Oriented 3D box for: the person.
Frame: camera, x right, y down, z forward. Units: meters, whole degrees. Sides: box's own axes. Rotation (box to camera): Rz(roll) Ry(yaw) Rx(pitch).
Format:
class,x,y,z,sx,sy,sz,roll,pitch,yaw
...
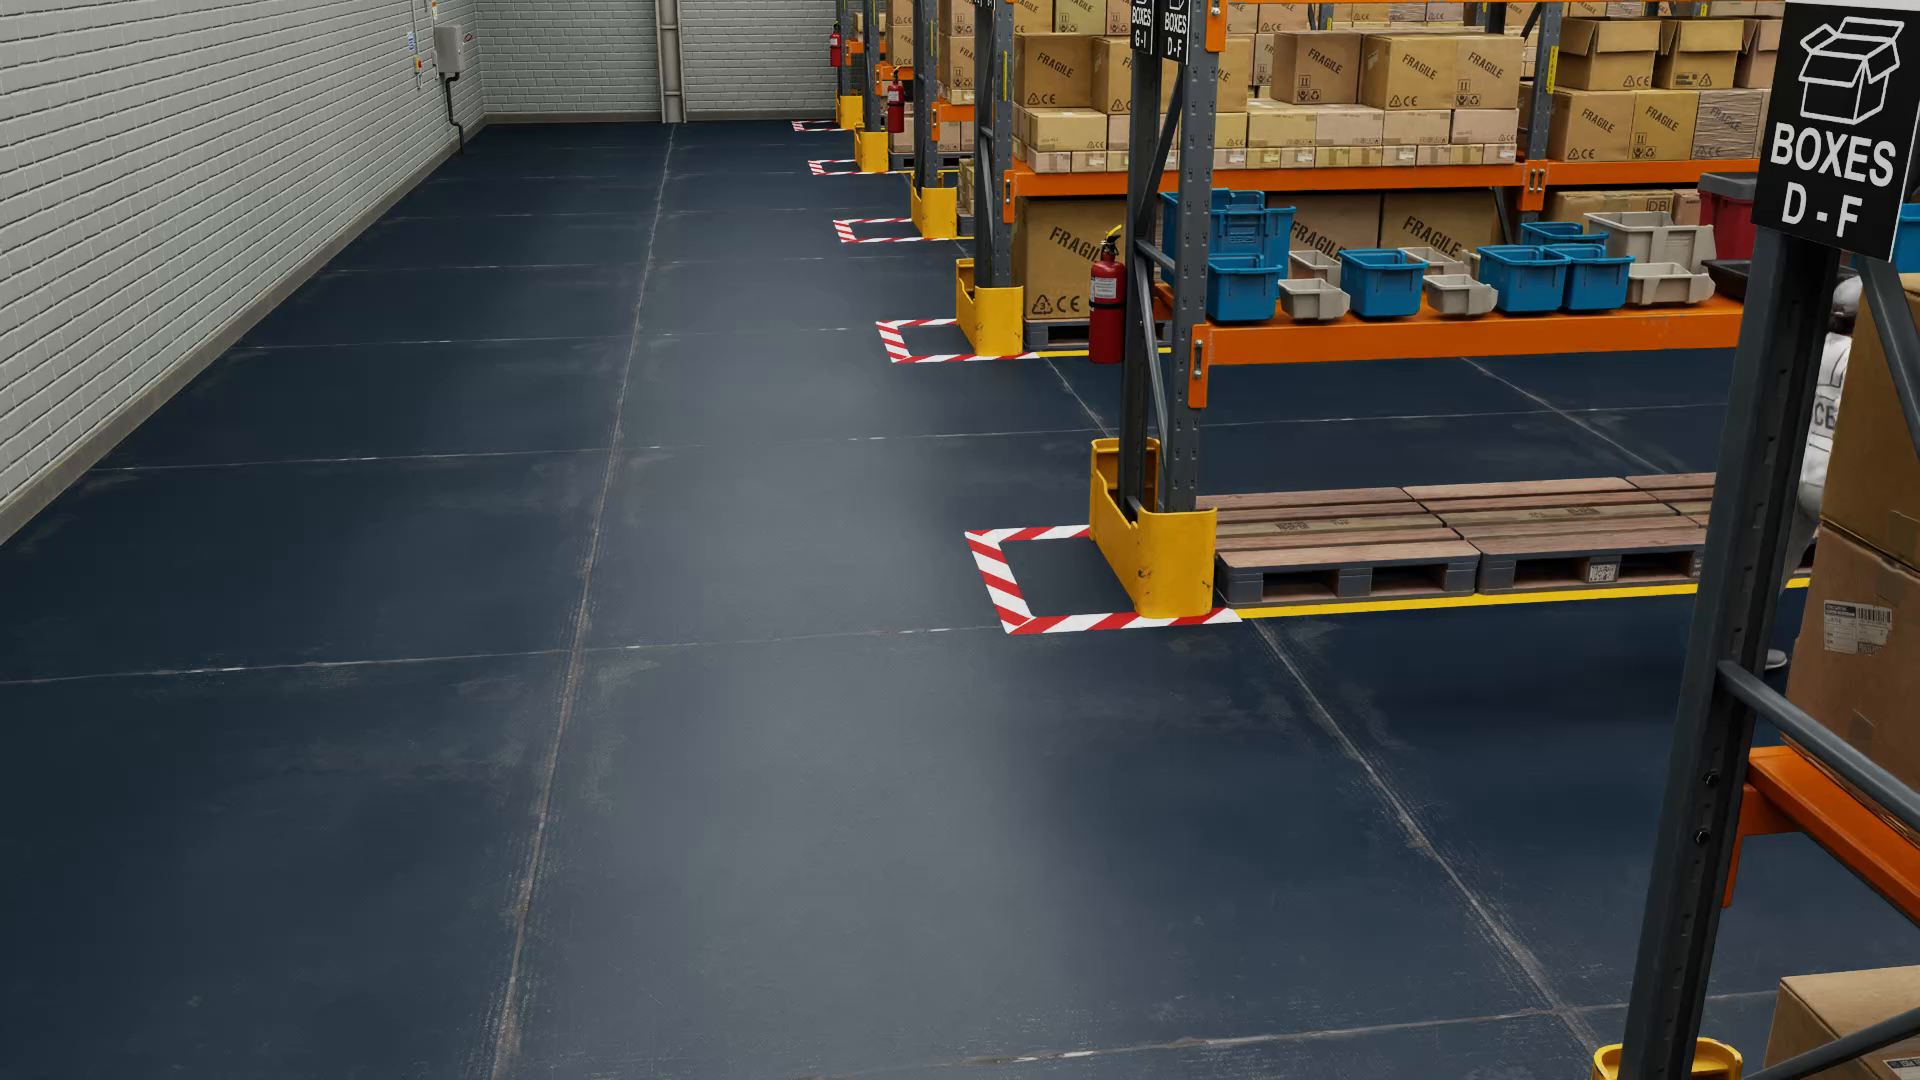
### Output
class,x,y,z,sx,sy,sz,roll,pitch,yaw
person,3.492,-0.205,6.681,0.654,1.716,0.496,-5,21,-14
